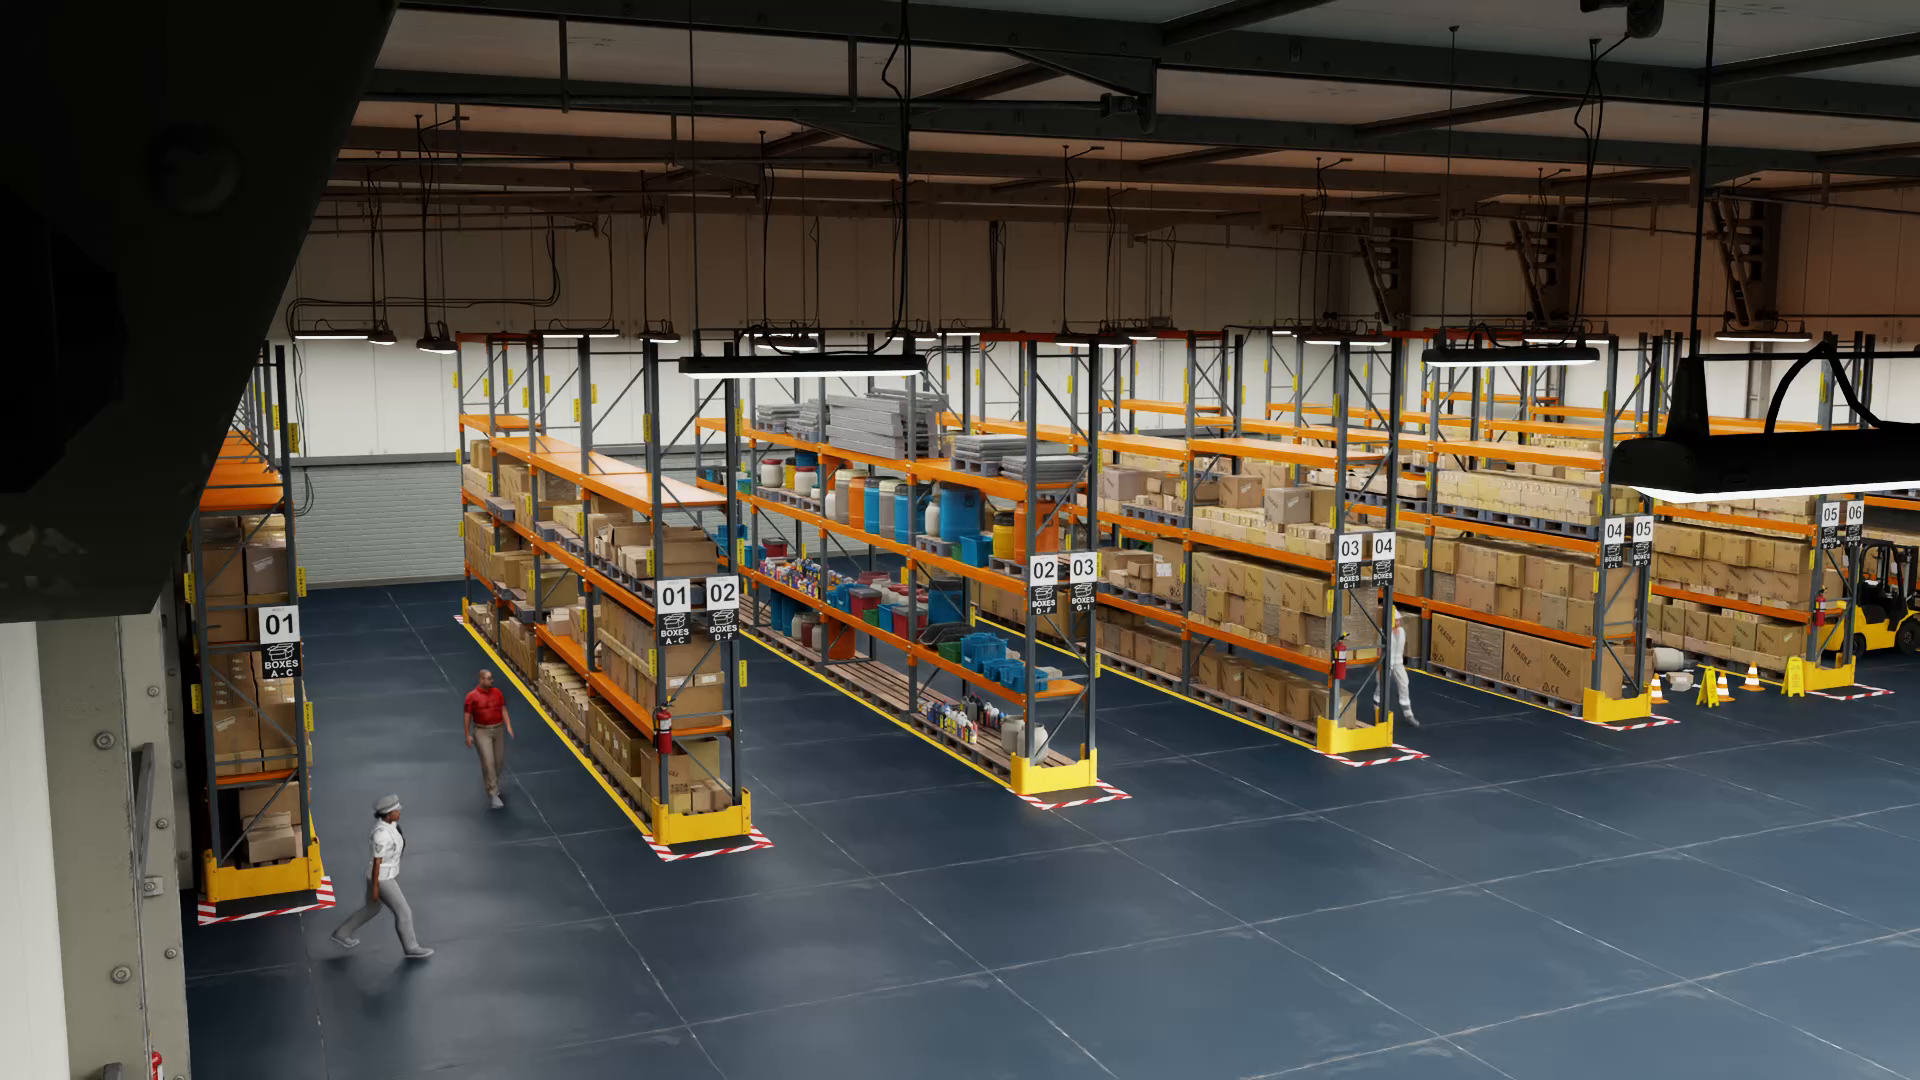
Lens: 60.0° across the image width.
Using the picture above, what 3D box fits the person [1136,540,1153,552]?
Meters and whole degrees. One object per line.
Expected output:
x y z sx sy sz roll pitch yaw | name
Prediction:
4.716 -0.187 41.985 0.794 1.816 0.536 5 9 32 | person

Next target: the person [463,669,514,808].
-6.100 2.577 21.774 0.781 1.729 0.566 7 10 42 | person

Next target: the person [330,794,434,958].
-5.744 3.318 16.437 1.049 1.622 0.458 -1 8 -5 | person

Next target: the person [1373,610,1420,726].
6.772 1.951 25.916 0.544 1.746 0.902 -2 8 -15 | person
